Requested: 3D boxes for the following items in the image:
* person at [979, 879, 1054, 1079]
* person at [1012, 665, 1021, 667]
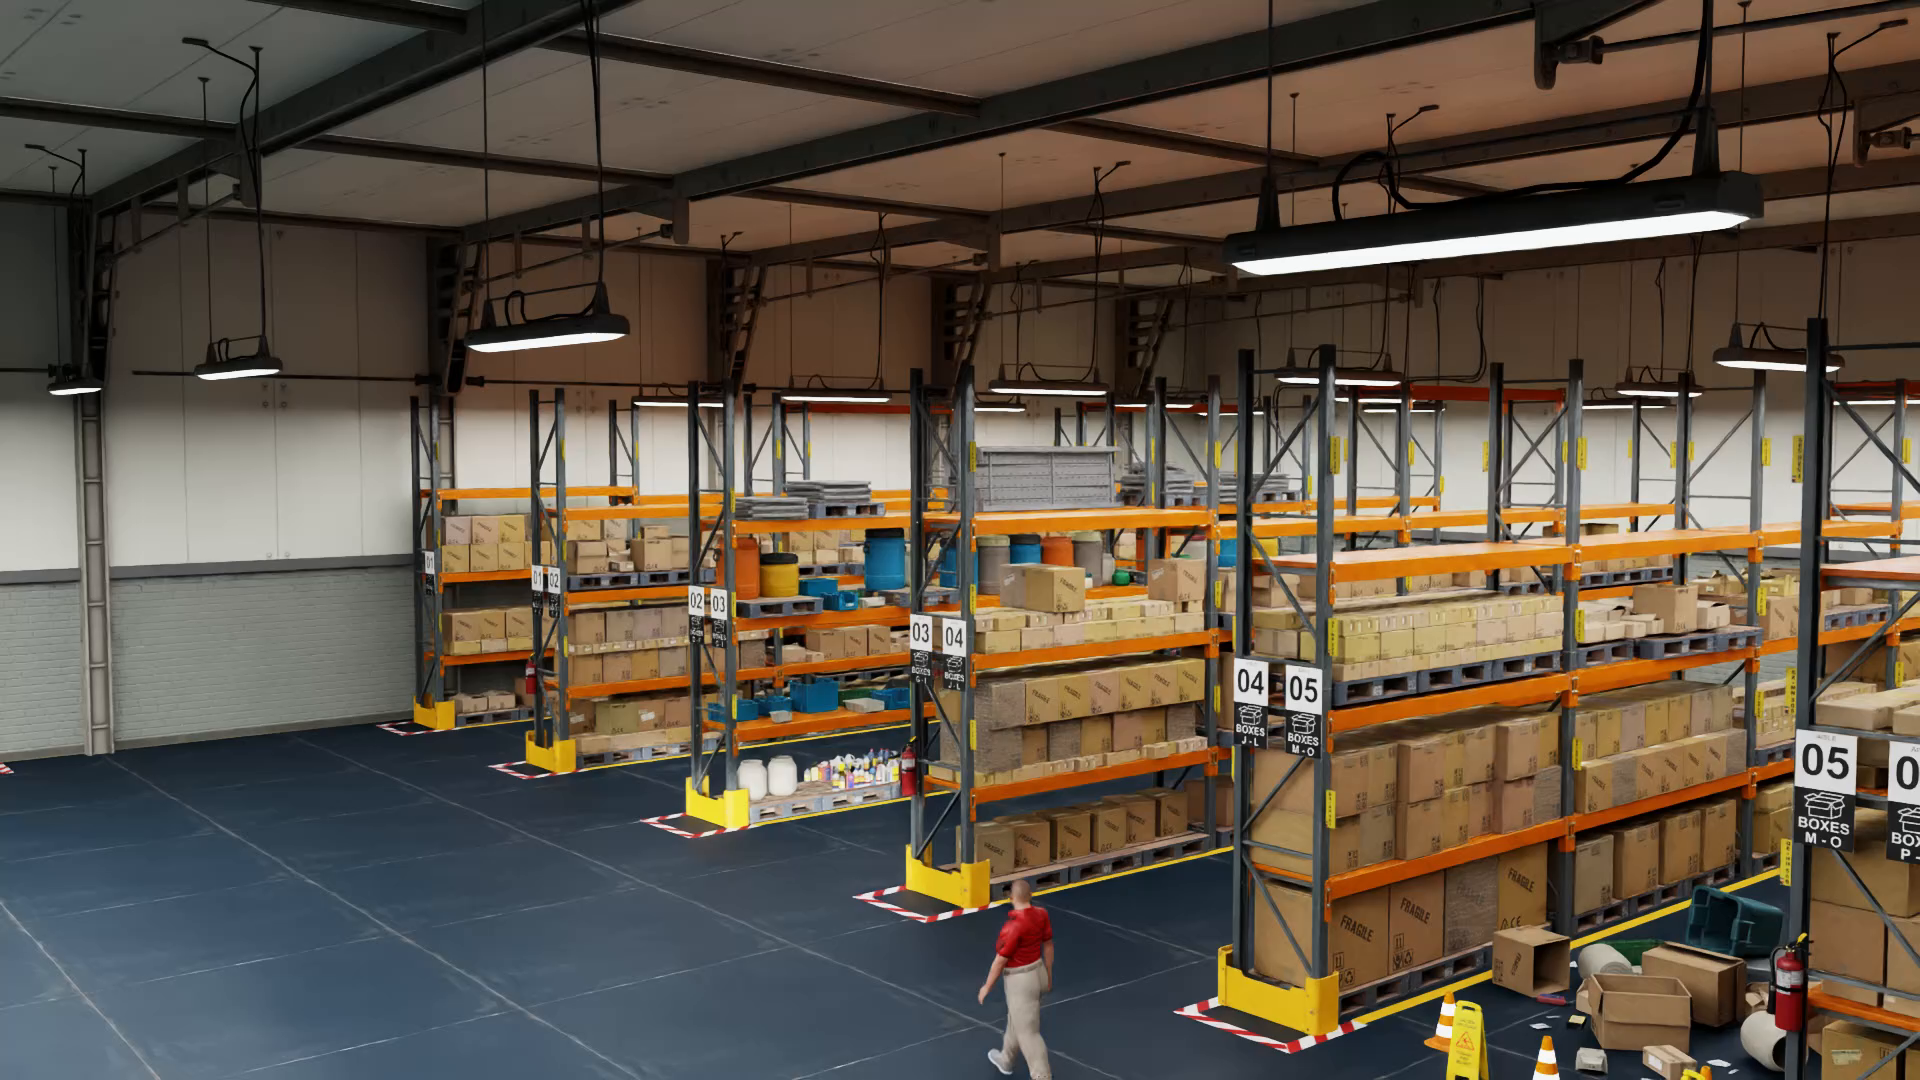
[{"bbox_3d":[0.469,3.522,13.285,0.833,1.689,0.673,2,4,29],"label":"person"},{"bbox_3d":[0.777,2.596,28.595,0.488,1.753,0.640,2,4,31],"label":"person"}]
